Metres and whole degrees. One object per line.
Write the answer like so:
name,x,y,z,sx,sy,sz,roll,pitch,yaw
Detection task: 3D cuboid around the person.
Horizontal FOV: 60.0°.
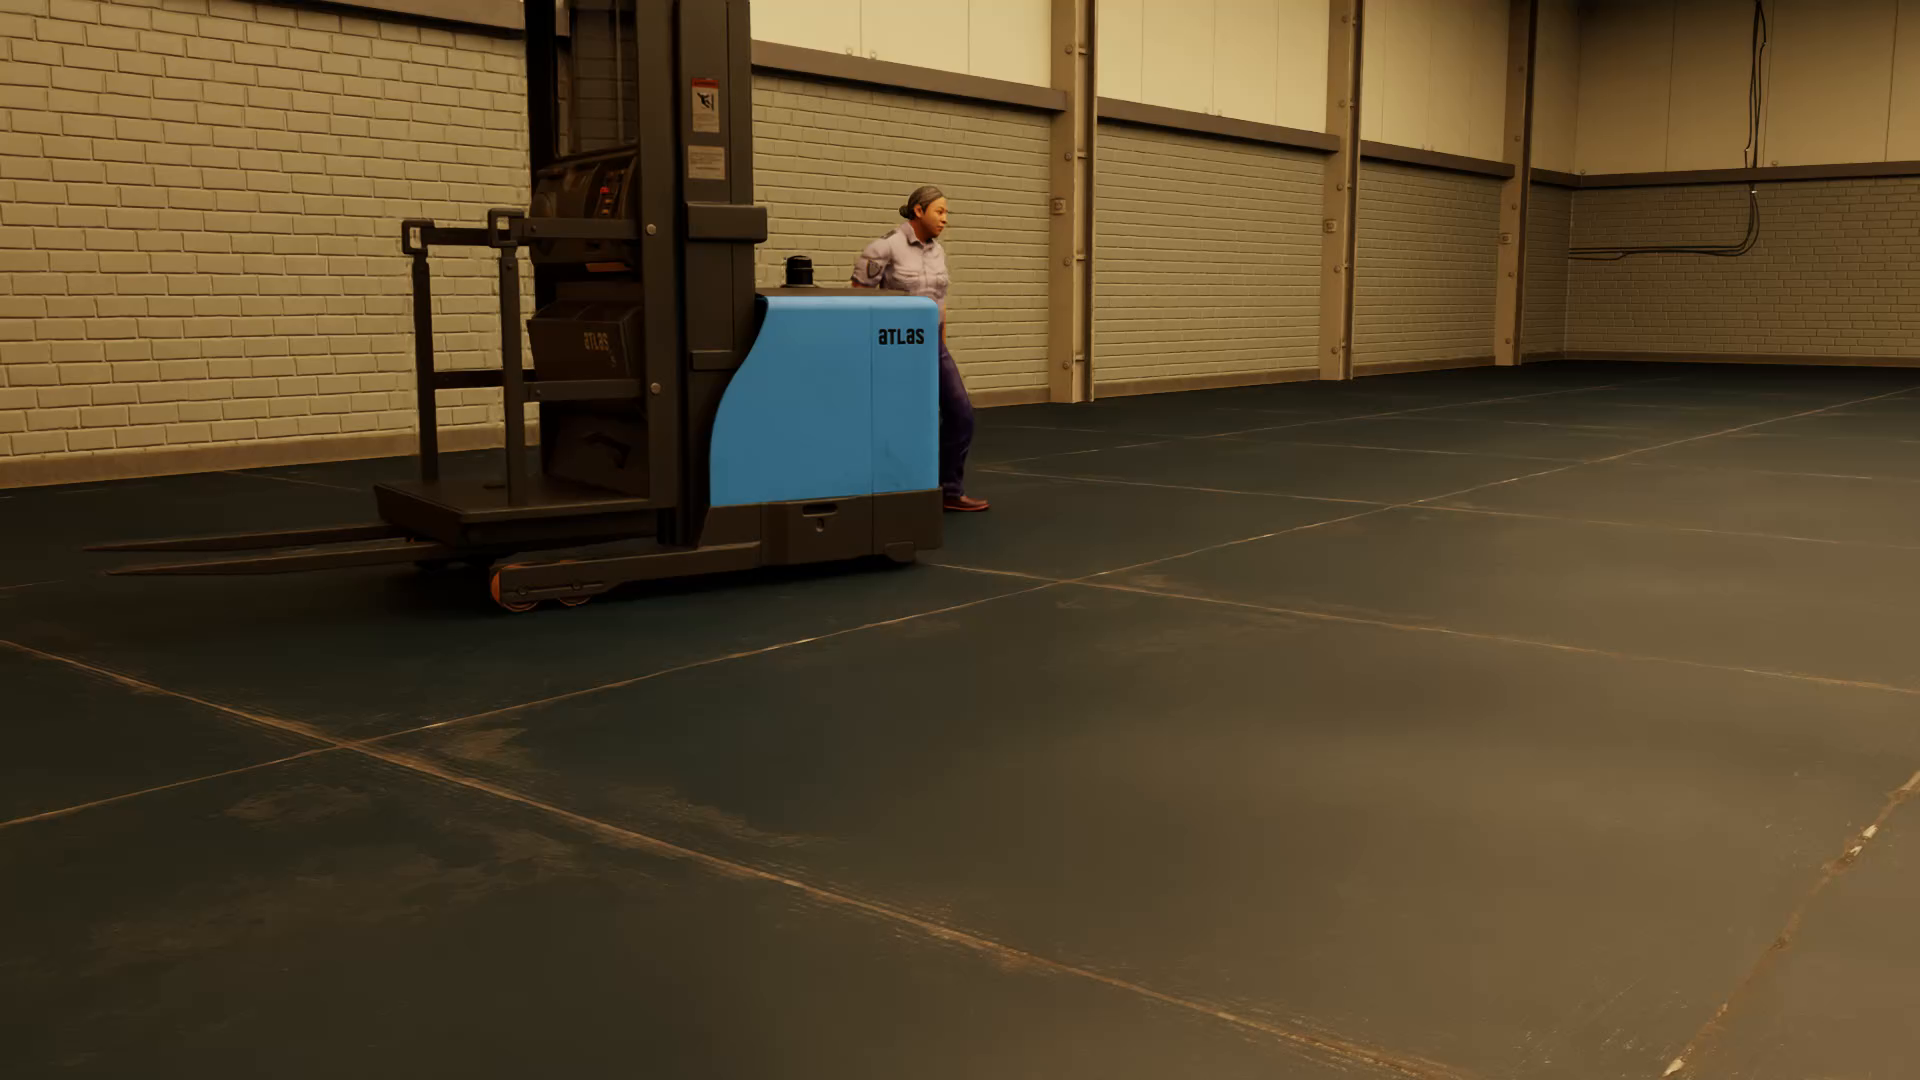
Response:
person,-0.246,-0.908,8.151,0.830,1.625,0.401,-7,11,-40

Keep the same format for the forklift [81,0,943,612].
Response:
forklift,-1.575,-1.289,6.089,3.031,2.935,1.130,-6,10,-34
